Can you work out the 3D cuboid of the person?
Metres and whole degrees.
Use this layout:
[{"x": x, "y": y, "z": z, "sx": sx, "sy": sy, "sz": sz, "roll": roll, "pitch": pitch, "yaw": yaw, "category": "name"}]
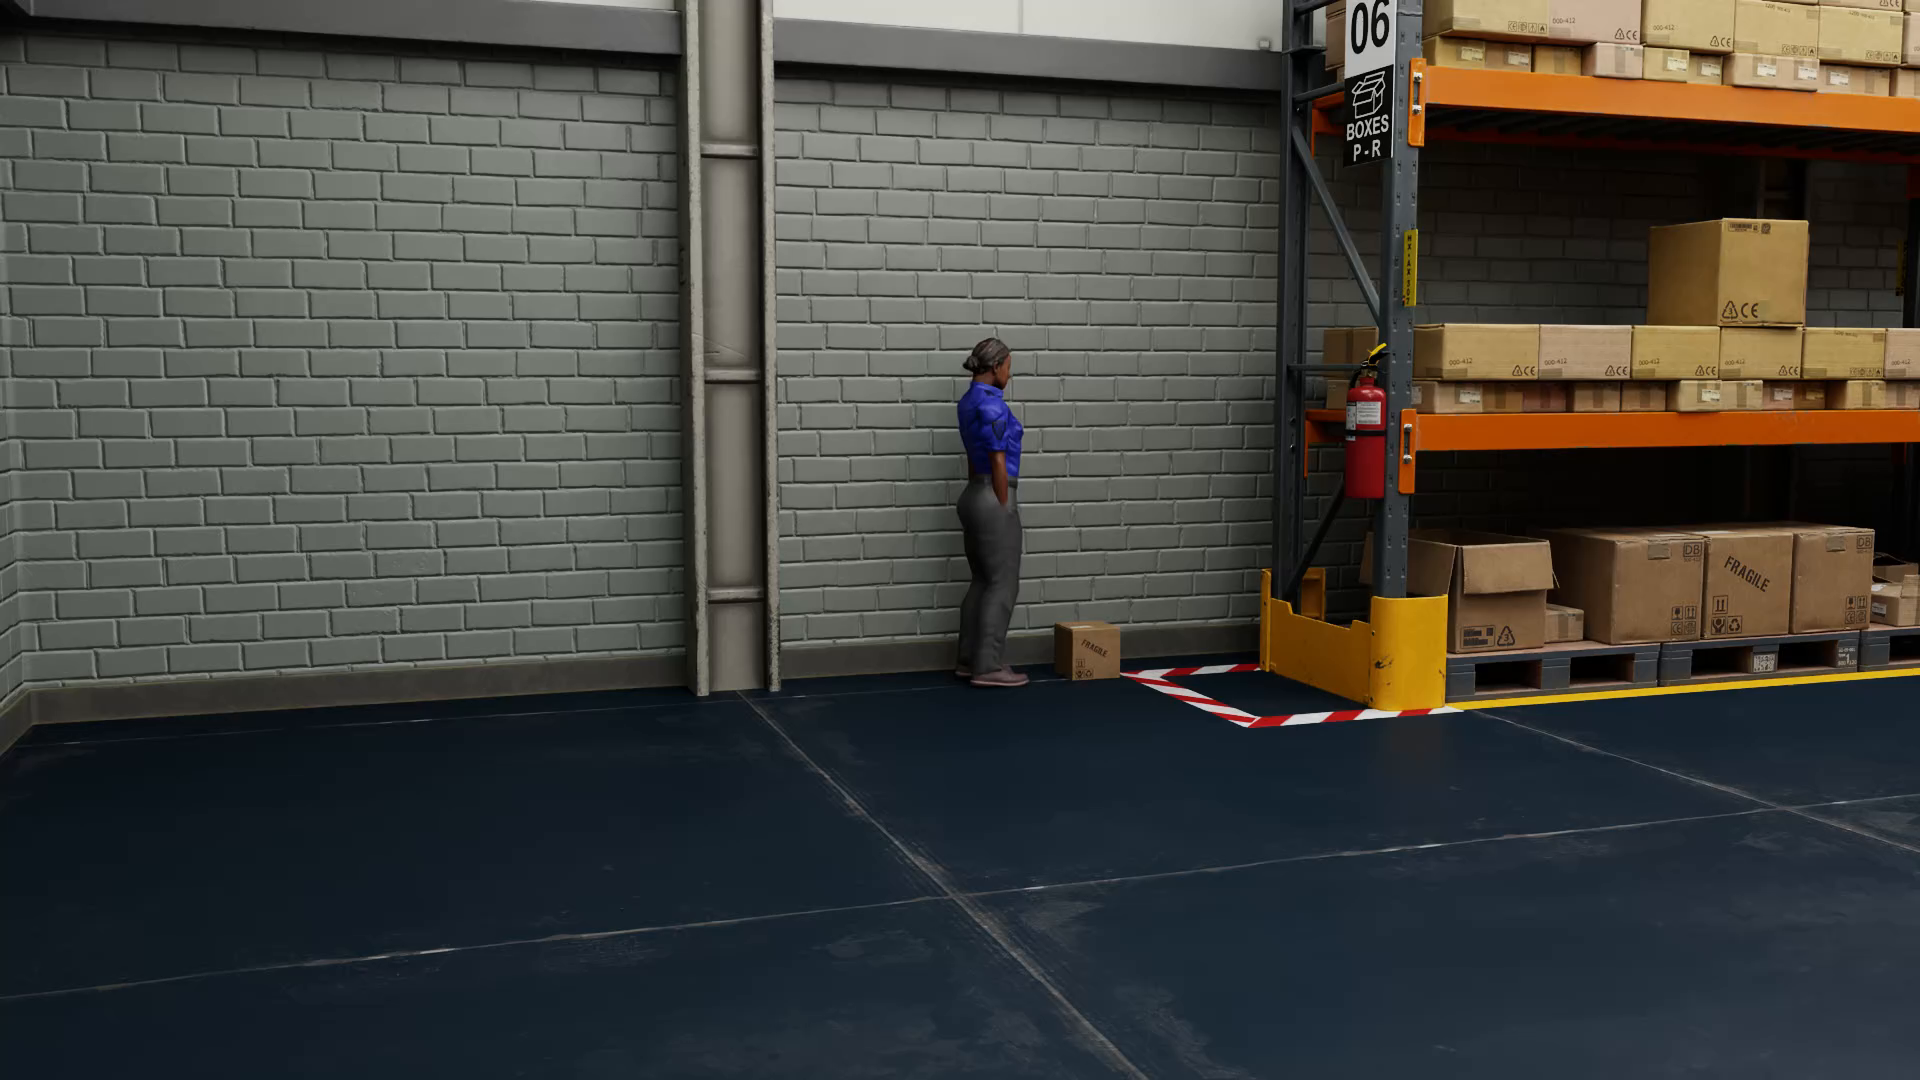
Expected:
[{"x": 0.145, "y": -0.136, "z": 7.962, "sx": 0.299, "sy": 1.655, "sz": 0.438, "roll": -2, "pitch": 6, "yaw": -18, "category": "person"}]
